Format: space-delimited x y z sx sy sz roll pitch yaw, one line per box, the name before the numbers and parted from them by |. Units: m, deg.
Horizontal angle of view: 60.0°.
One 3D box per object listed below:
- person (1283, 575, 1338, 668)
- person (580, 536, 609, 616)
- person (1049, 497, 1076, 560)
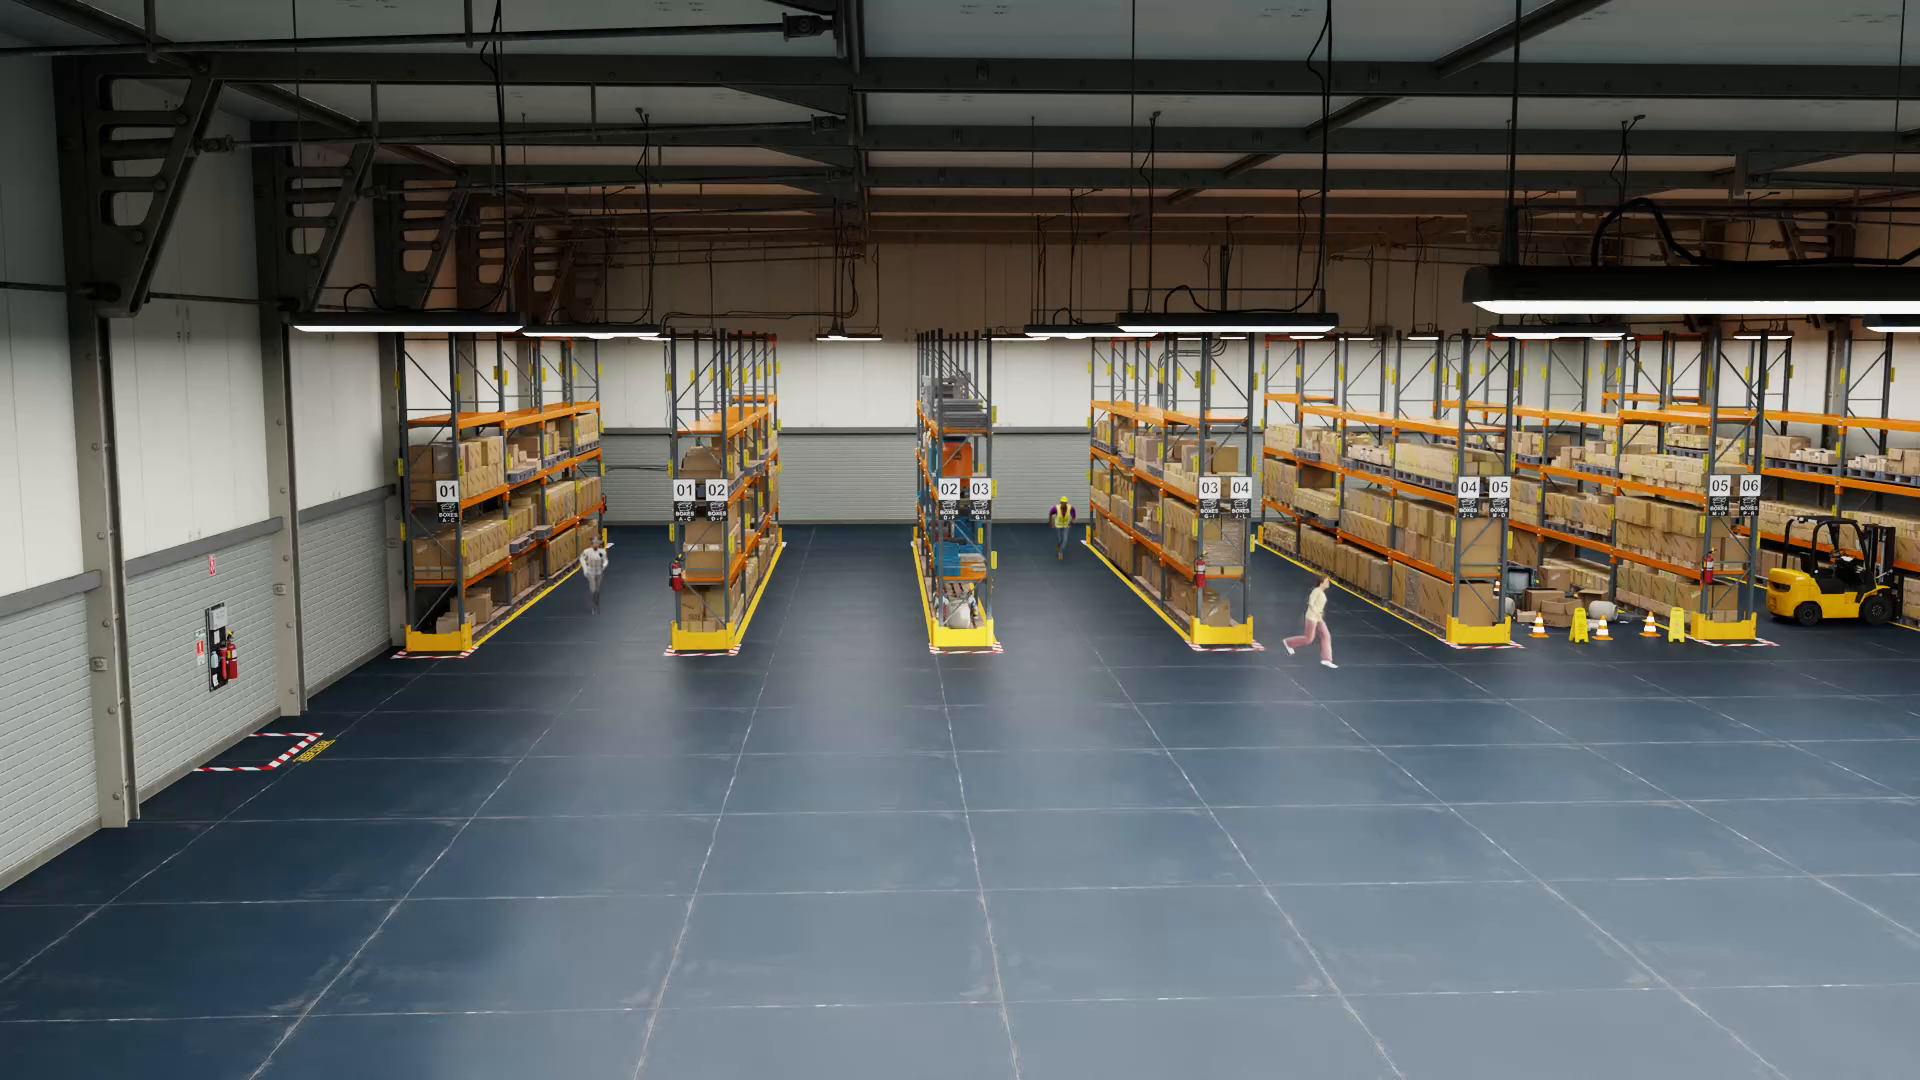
person | 6.269 1.437 29.677 1.016 1.661 0.581 4 8 30
person | -7.731 0.766 35.250 0.546 1.729 0.833 -3 8 -26
person | 2.732 -0.324 44.386 0.692 1.688 0.770 -1 7 -8
